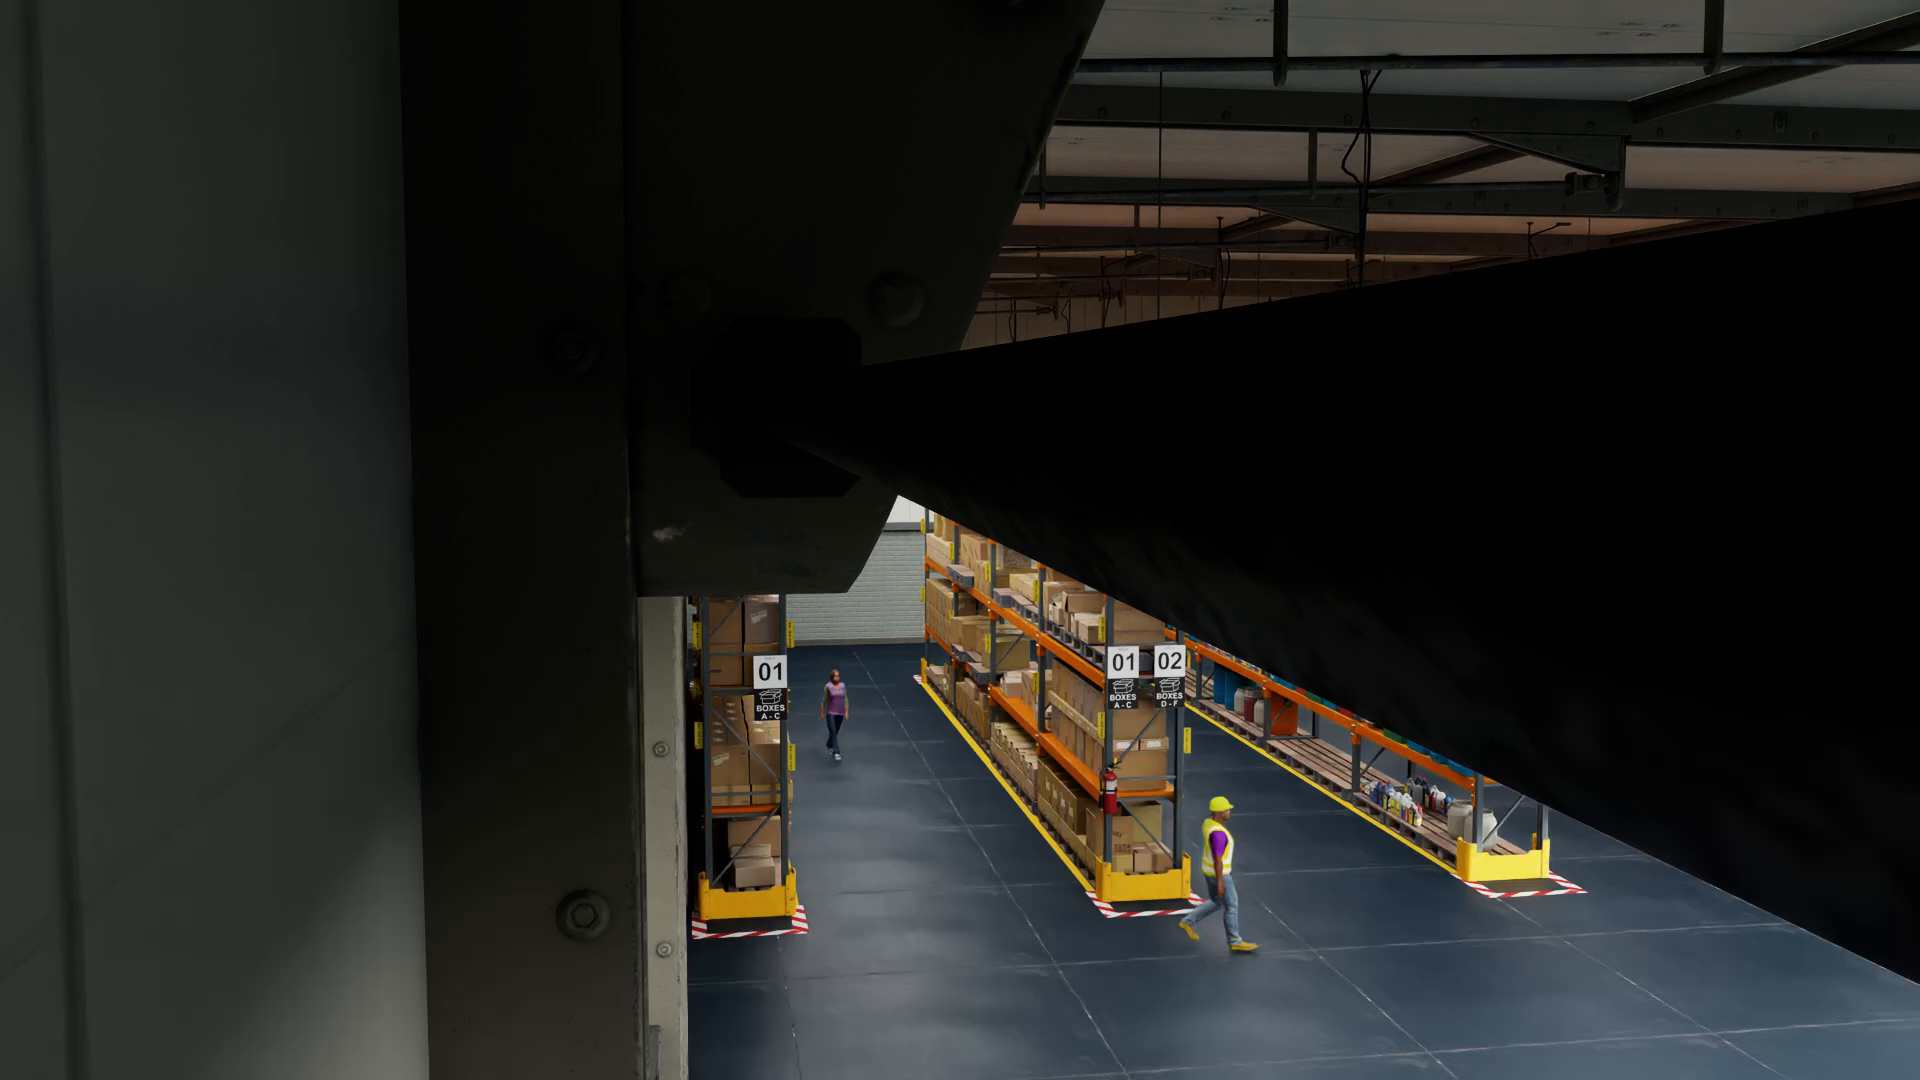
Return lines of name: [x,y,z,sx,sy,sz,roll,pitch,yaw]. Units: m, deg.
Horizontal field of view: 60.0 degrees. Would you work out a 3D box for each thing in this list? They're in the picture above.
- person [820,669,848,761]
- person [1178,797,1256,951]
person: [-2.178,3.001,28.830,0.433,1.543,0.820,-3,6,-32]
person: [2.931,3.788,18.956,0.864,1.748,0.645,0,5,-3]
